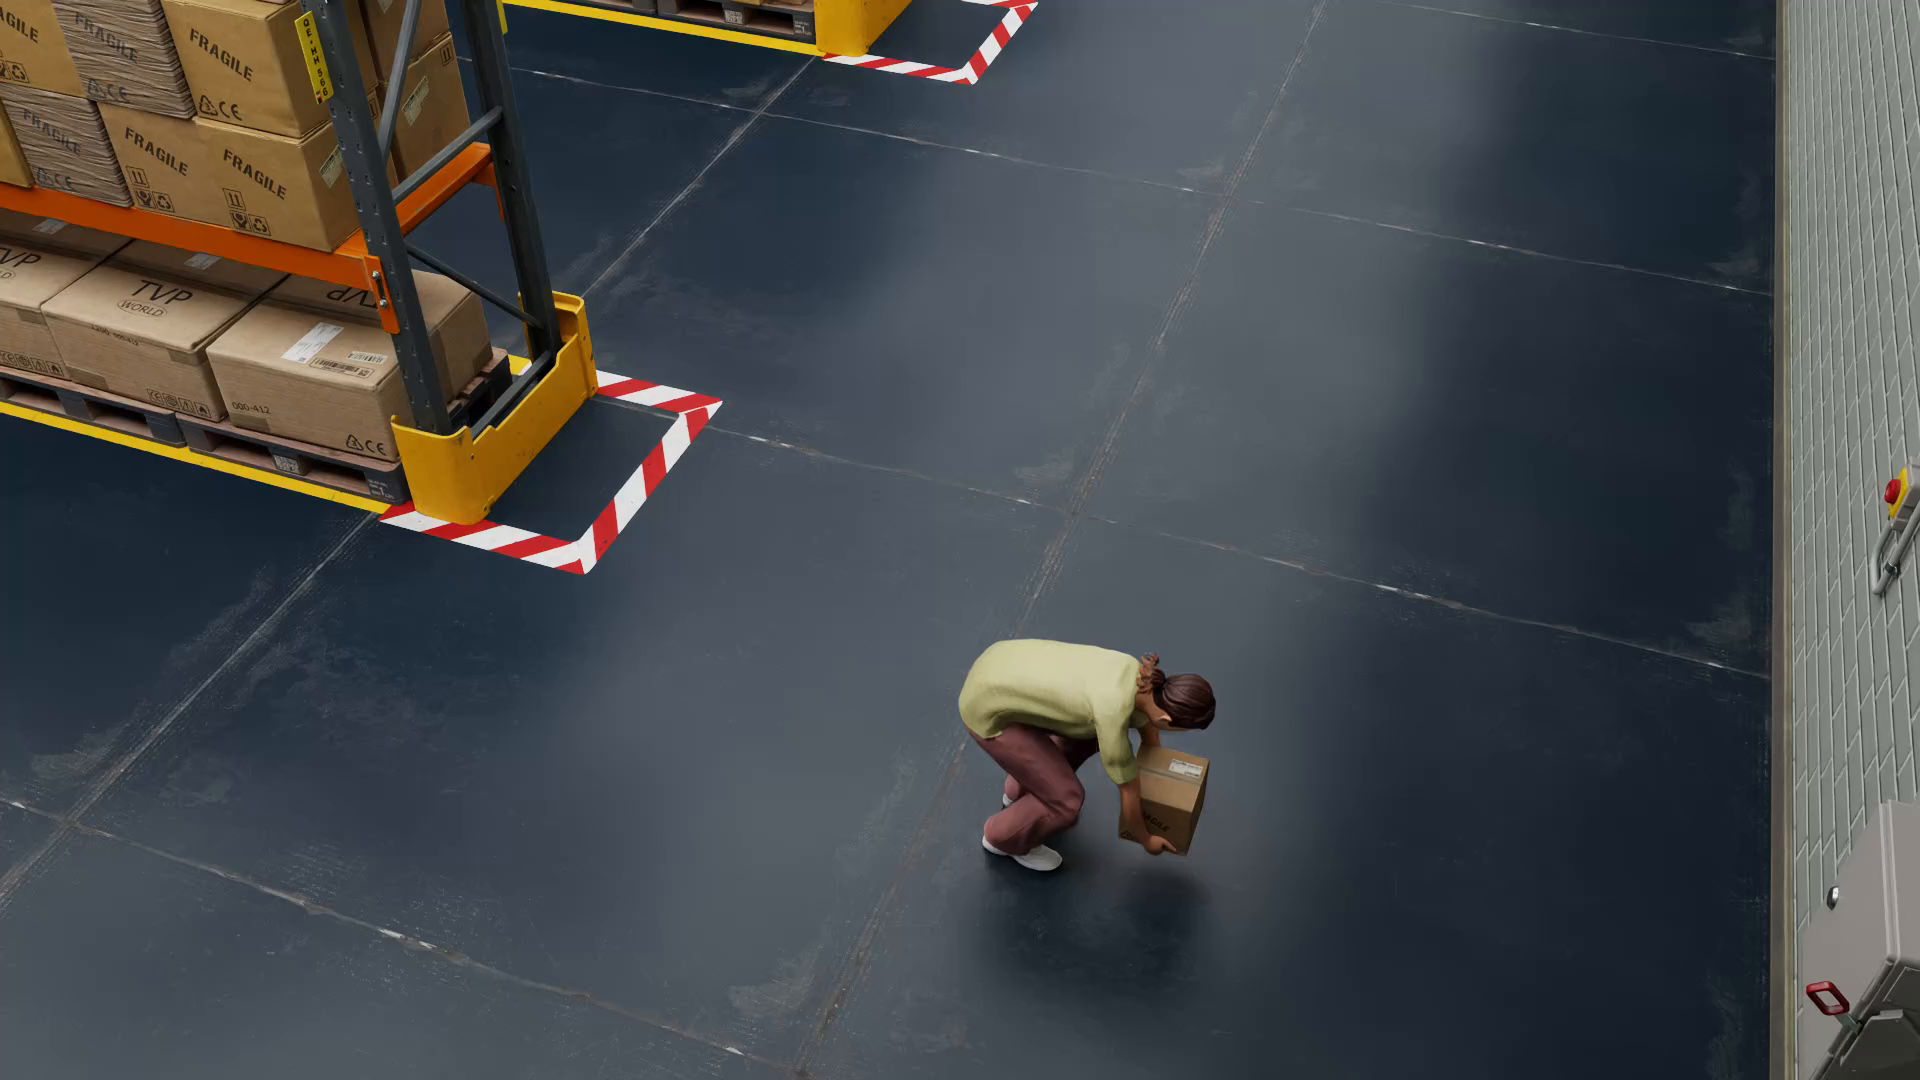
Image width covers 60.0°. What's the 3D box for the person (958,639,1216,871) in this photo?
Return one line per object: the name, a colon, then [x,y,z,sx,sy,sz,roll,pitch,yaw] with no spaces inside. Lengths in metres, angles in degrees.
person: [0.430,0.751,5.834,0.868,0.987,0.474,12,43,13]
